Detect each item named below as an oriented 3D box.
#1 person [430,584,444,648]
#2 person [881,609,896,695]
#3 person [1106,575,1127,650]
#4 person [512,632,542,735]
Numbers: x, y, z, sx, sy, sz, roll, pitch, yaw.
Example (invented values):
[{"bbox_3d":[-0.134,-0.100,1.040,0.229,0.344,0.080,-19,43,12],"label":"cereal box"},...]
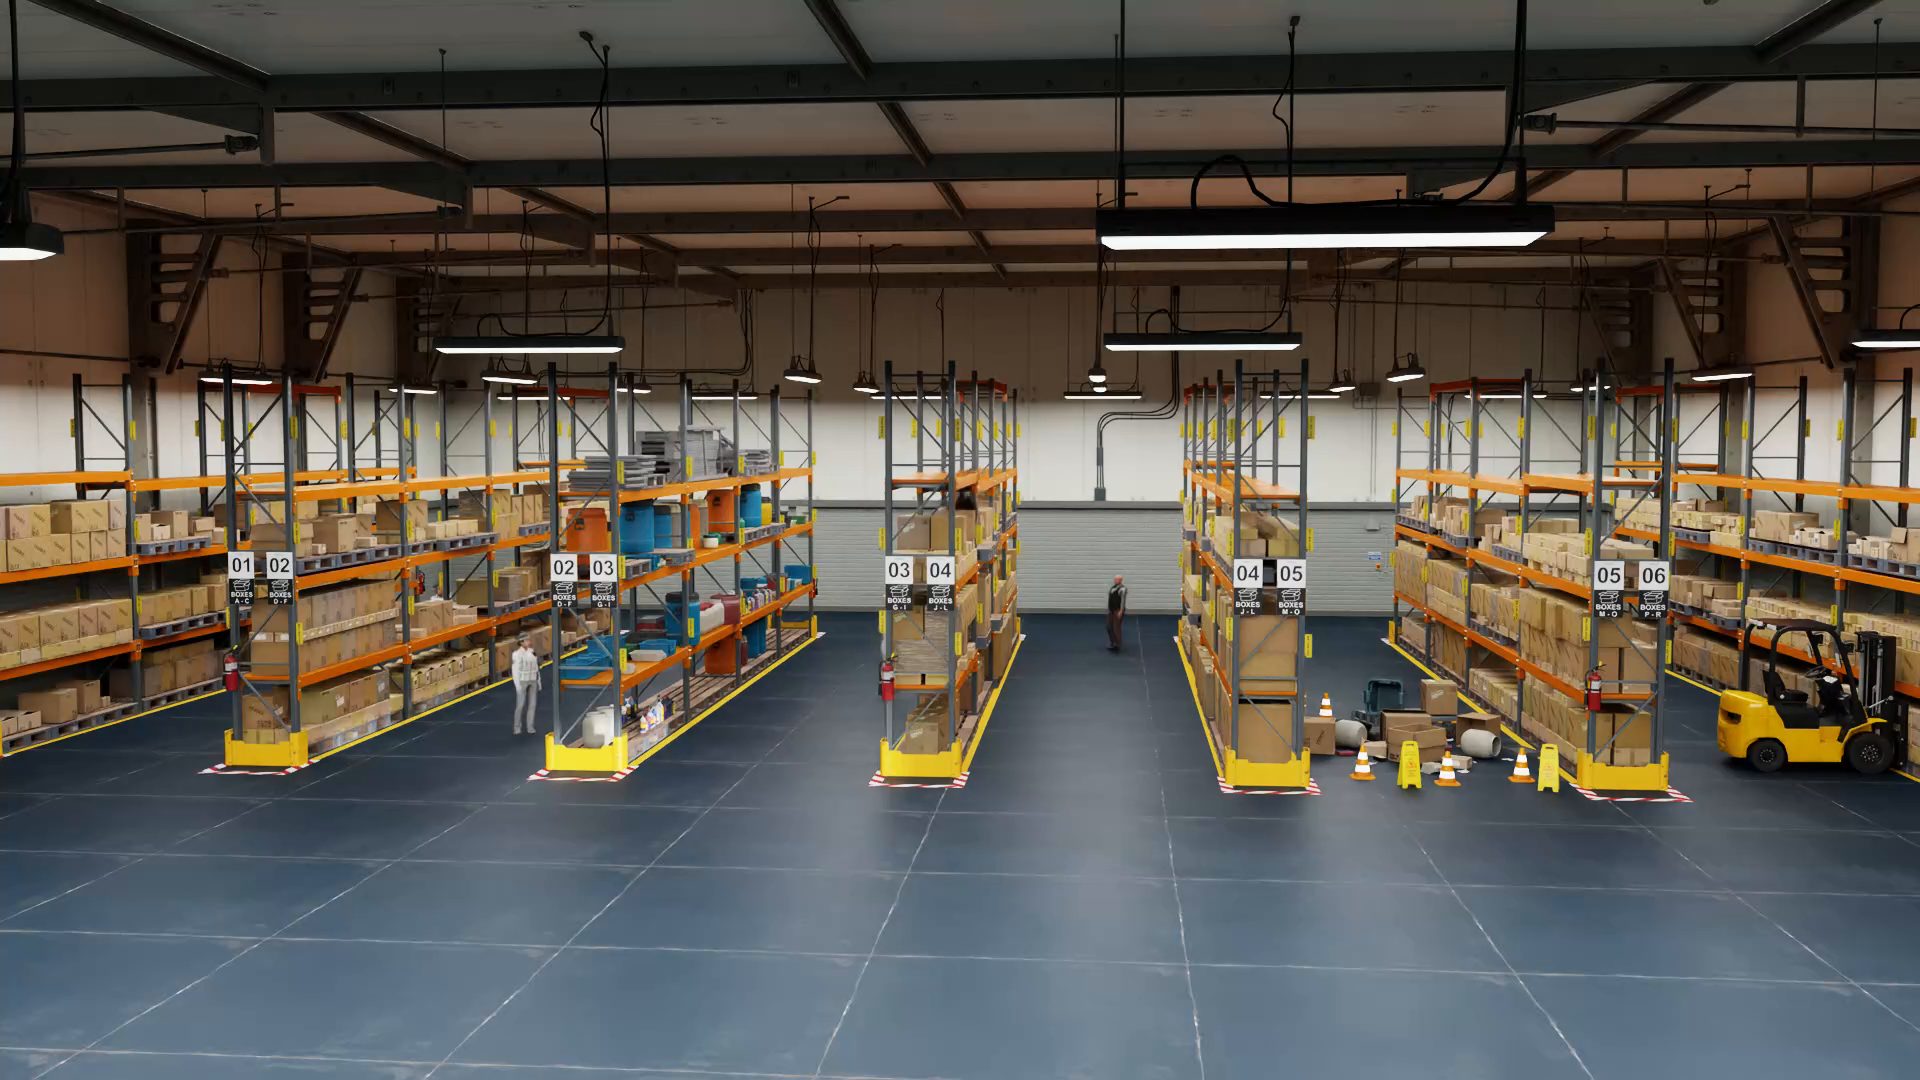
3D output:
[{"bbox_3d":[-11.495,1.763,36.682,0.441,1.643,0.948,1,4,8],"label":"person"},{"bbox_3d":[-1.322,2.089,31.326,0.365,1.675,0.550,0,4,7],"label":"person"},{"bbox_3d":[3.550,1.682,38.046,0.446,1.782,0.583,-2,4,-24],"label":"person"},{"bbox_3d":[-7.179,2.393,27.575,0.525,1.758,0.355,-3,5,-39],"label":"person"}]
